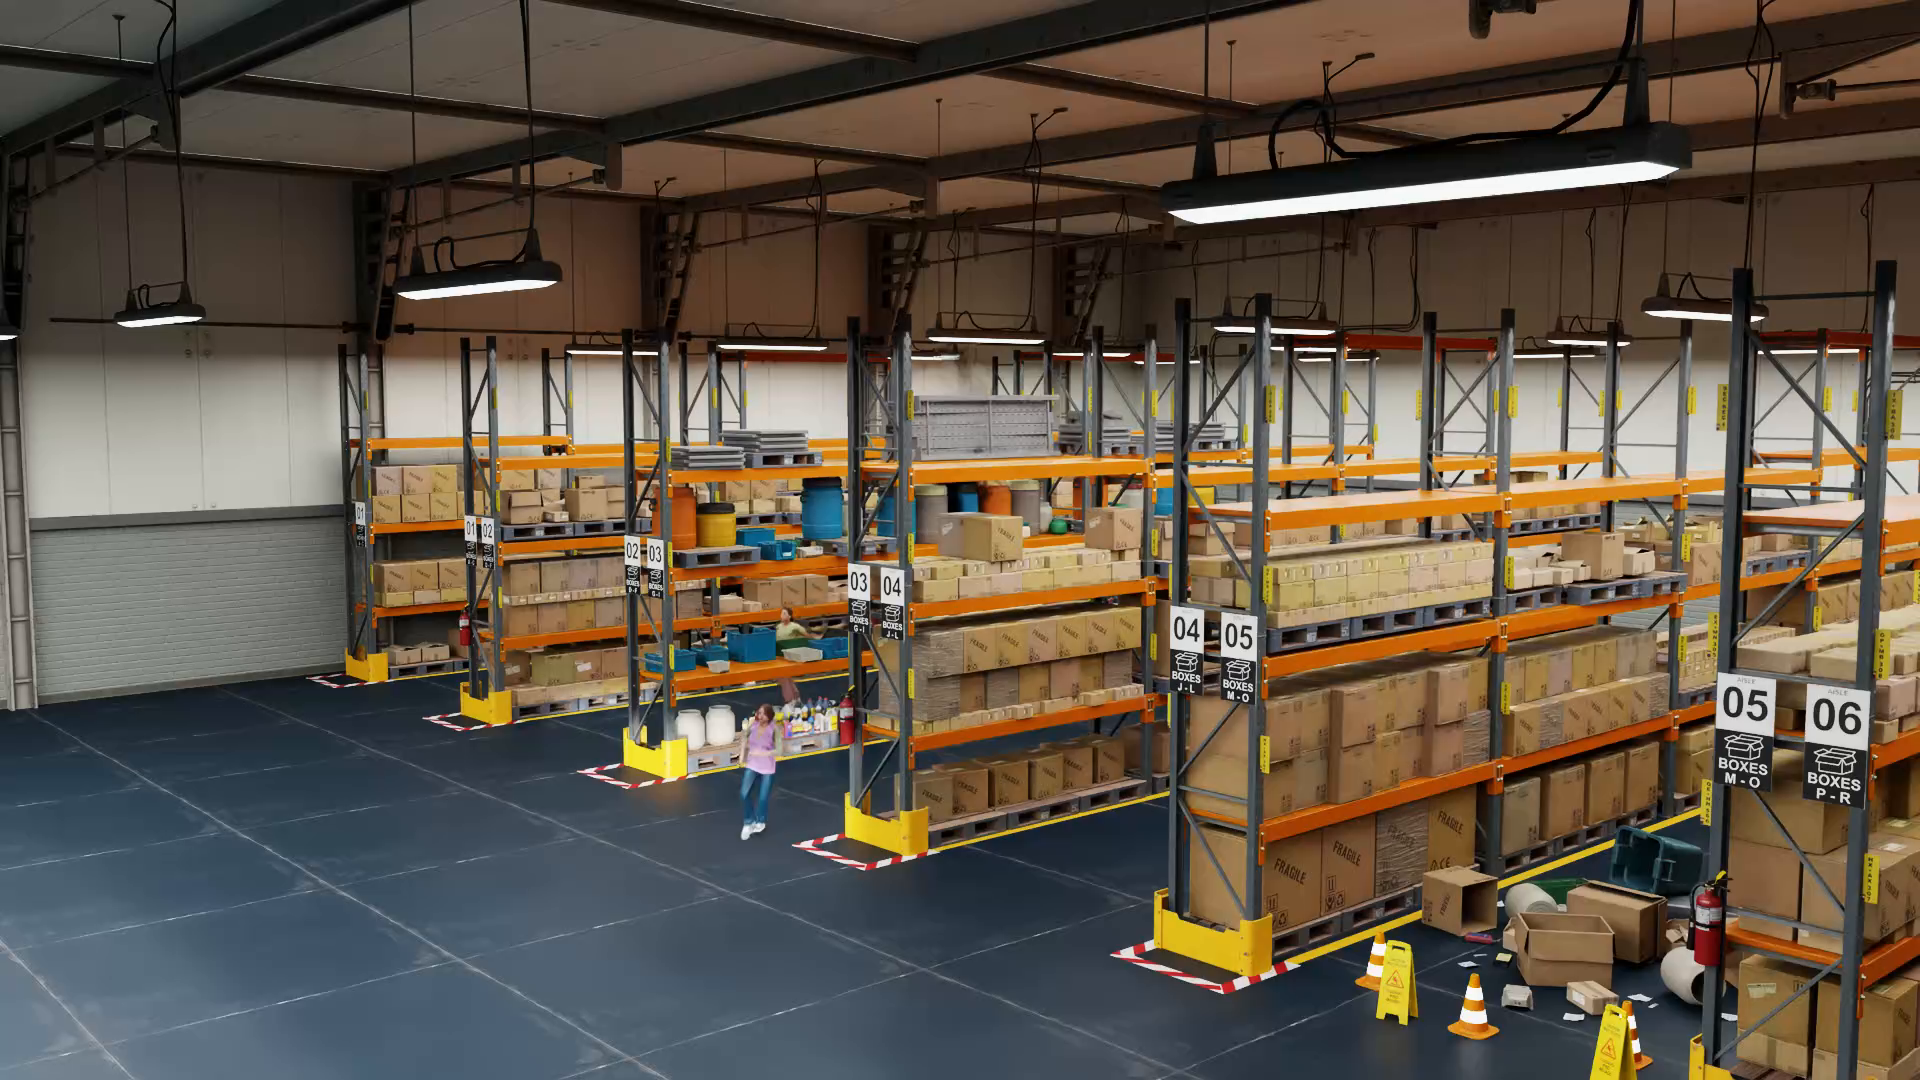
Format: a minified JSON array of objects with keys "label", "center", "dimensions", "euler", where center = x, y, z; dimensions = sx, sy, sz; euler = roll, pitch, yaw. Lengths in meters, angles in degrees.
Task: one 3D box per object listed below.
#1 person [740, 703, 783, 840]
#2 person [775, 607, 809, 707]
[{"label":"person","center":[-2.291,2.665,19.186],"dimensions":[0.538,1.580,0.621],"euler":[1,5,6]},{"label":"person","center":[-2.789,1.924,26.855],"dimensions":[0.542,1.700,0.708],"euler":[4,6,36]}]
